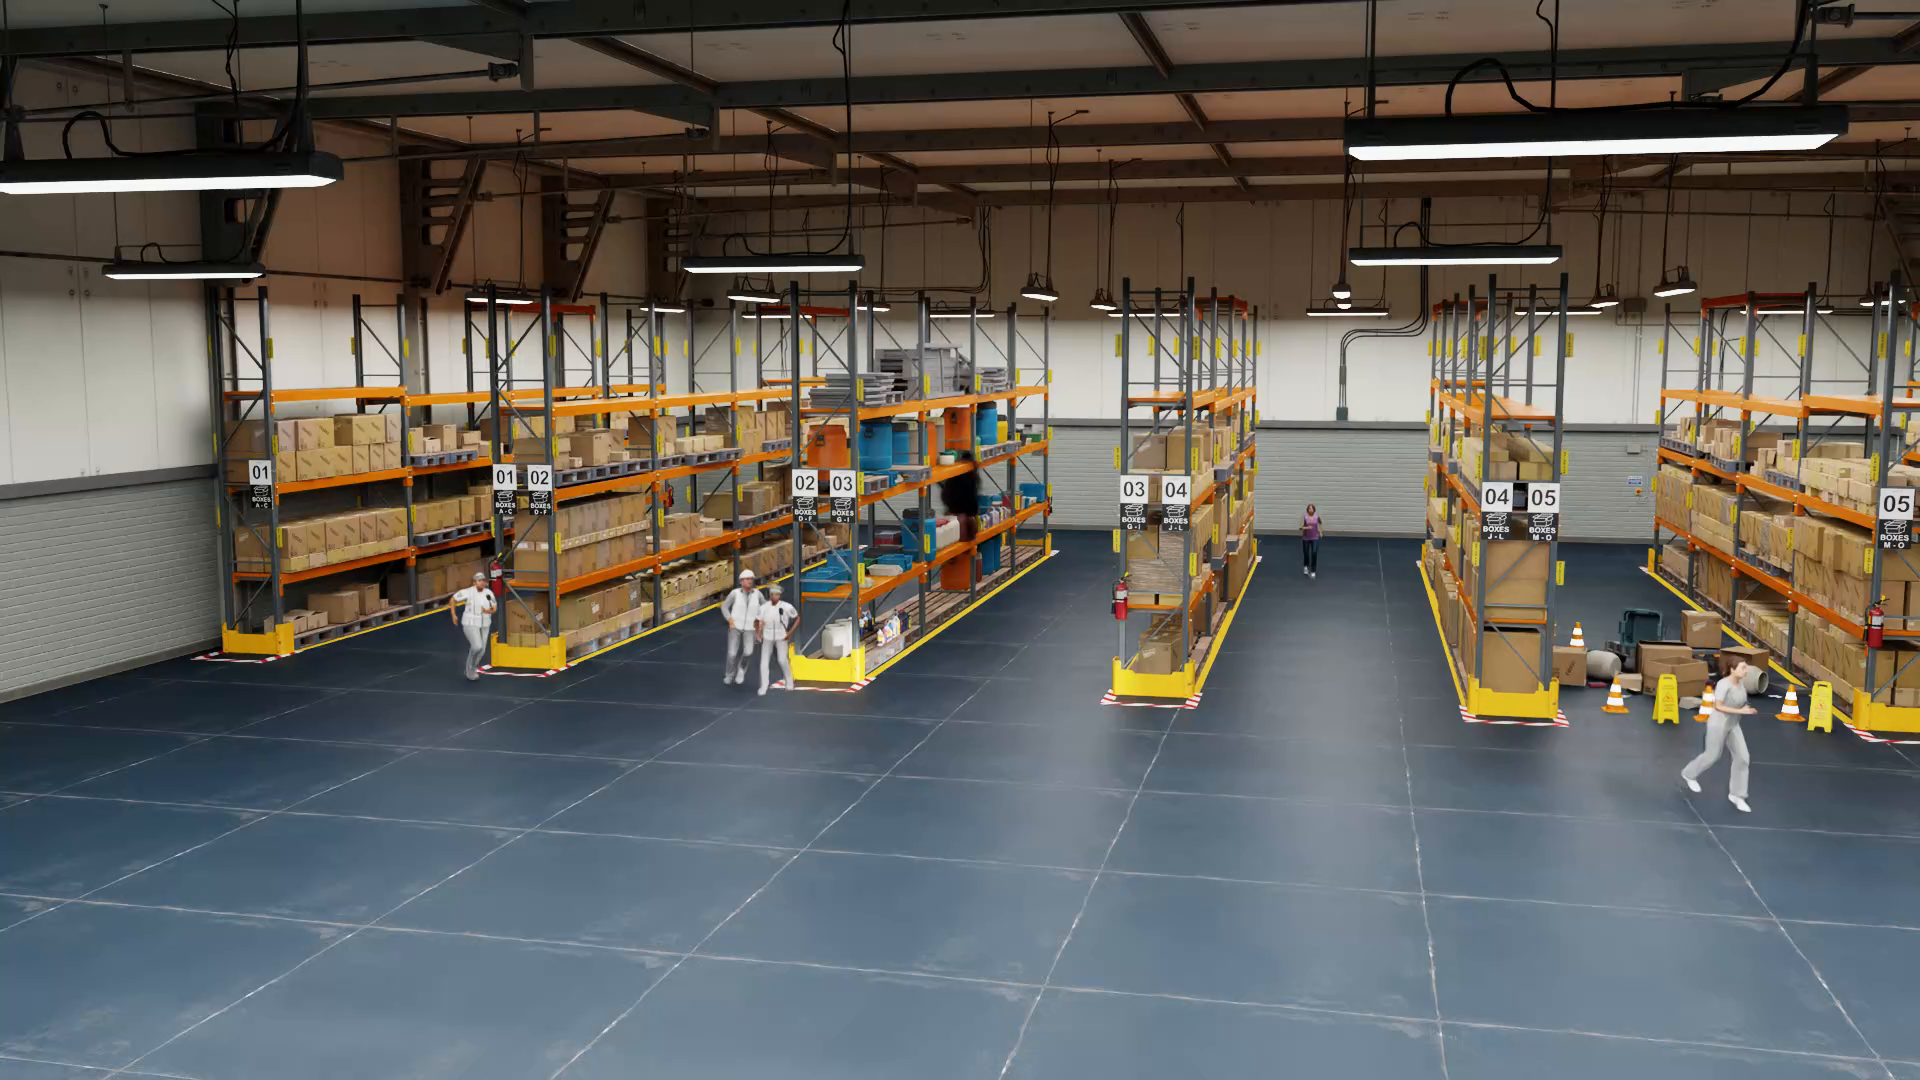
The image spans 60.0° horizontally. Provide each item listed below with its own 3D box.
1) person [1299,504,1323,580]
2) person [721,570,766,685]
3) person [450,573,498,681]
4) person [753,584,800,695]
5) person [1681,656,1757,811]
[{"bbox_3d":[7.677,0.016,36.419,0.528,1.627,0.845,1,7,9],"label":"person"},{"bbox_3d":[-3.203,1.301,24.789,0.714,1.719,0.604,-1,7,-11],"label":"person"},{"bbox_3d":[-7.307,1.306,25.143,0.638,1.634,0.612,6,9,43],"label":"person"},{"bbox_3d":[-2.662,1.446,24.076,0.680,1.634,0.584,0,7,2],"label":"person"},{"bbox_3d":[8.388,2.099,18.362,0.581,1.715,0.902,-4,8,-30],"label":"person"}]
